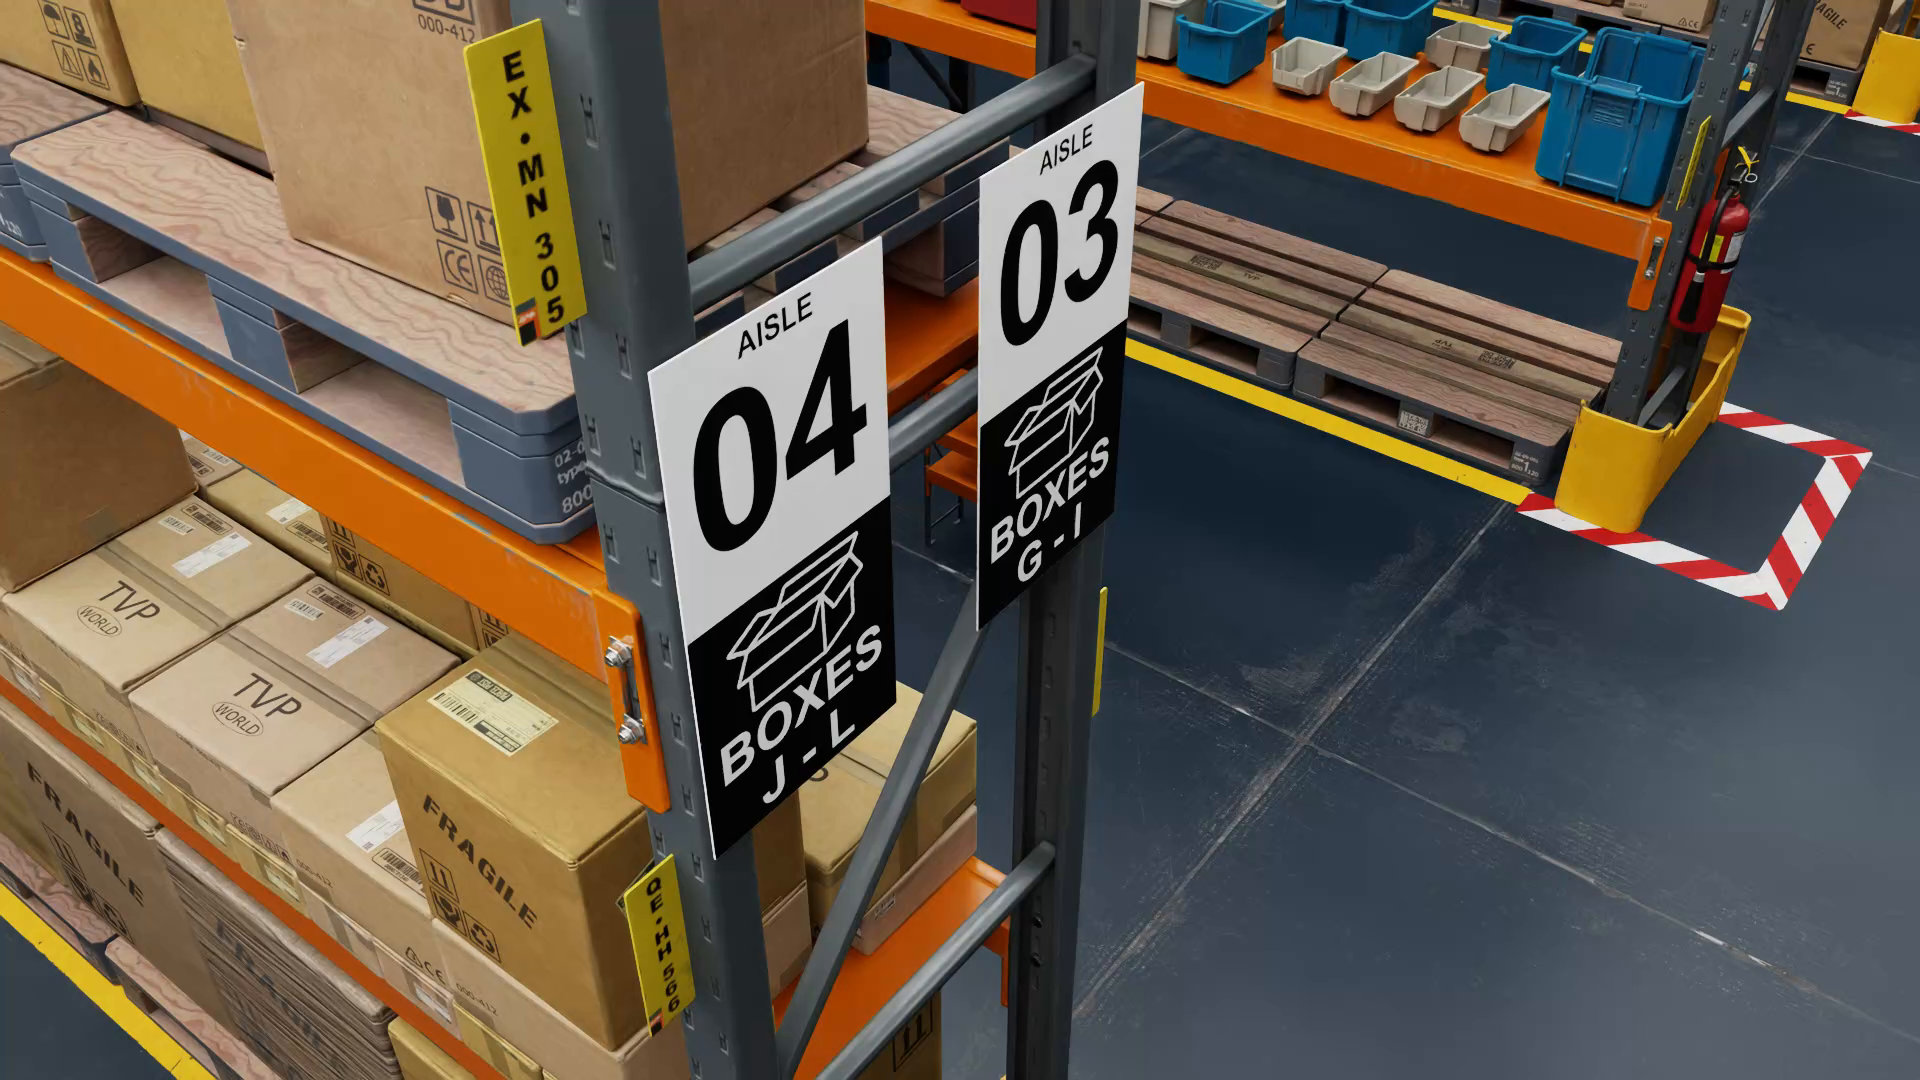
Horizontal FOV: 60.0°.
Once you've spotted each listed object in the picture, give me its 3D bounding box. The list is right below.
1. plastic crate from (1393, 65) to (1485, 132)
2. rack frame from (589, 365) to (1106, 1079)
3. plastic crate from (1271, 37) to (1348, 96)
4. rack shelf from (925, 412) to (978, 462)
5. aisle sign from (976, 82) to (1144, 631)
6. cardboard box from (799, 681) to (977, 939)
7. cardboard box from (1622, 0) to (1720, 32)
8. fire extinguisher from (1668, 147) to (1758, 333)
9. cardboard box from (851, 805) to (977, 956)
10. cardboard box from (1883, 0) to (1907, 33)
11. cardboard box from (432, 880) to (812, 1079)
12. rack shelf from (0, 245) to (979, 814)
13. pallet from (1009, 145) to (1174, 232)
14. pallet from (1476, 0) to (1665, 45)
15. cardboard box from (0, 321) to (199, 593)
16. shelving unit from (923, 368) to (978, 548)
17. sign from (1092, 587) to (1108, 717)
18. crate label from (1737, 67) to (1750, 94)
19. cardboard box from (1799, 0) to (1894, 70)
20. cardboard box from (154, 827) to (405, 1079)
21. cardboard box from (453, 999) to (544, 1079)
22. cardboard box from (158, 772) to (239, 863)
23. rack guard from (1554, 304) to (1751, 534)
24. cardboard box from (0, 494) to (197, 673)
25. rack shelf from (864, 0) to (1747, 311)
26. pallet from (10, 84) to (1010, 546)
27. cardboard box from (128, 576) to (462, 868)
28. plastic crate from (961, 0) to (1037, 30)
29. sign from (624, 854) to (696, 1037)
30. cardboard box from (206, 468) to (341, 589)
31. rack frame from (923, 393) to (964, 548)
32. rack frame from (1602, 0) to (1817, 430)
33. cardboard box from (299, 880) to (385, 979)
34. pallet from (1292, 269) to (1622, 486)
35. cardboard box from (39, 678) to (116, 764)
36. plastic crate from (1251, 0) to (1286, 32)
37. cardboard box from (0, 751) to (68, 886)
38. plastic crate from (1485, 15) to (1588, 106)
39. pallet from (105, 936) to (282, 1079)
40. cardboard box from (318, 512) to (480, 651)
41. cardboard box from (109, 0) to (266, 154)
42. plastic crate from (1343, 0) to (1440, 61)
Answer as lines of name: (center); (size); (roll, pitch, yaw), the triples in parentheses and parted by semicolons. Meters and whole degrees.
plastic crate: (1.938, -1.795, 6.774); (0.243, 0.136, 0.396); (25, 45, 29)
rack frame: (-0.092, 0.883, 3.189); (0.127, 3.000, 1.000); (25, 45, 29)
plastic crate: (1.455, -1.989, 7.022); (0.250, 0.136, 0.298); (25, 45, 29)
rack shelf: (0.131, -0.357, 6.342); (0.480, 0.148, 0.258); (25, 45, 29)
aisle sign: (0.147, -0.261, 2.541); (0.004, 0.787, 0.394); (25, 45, 29)
cardboard box: (-0.309, 0.513, 3.542); (0.500, 0.250, 0.500); (24, 44, 27)
cardboard box: (4.611, -3.511, 10.674); (0.500, 0.250, 0.500); (25, 45, 29)
fire extinguisher: (2.761, -1.086, 6.069); (0.183, 0.674, 0.296); (25, 45, 29)
cardboard box: (-0.174, 0.687, 3.643); (0.250, 0.149, 0.380); (26, 45, 29)
cardboard box: (5.805, -3.342, 10.542); (0.250, 0.149, 0.380); (25, 45, 29)
cardboard box: (-0.638, 0.773, 3.210); (0.500, 0.250, 0.500); (25, 44, 28)
rack shelf: (-1.681, -0.764, 3.443); (4.000, 0.370, 1.077); (25, 45, 29)
pallet: (0.347, -1.686, 8.733); (1.213, 0.211, 1.003); (25, 45, 29)
pallet: (4.270, -3.652, 11.244); (1.213, 0.211, 1.003); (25, 45, 29)
cardboard box: (-2.242, -0.283, 3.951); (0.500, 0.500, 0.500); (24, 44, 27)
shelving unit: (0.131, -0.410, 6.301); (0.503, 1.200, 0.258); (25, 45, 29)
sign: (0.250, 0.241, 3.242); (0.005, 0.325, 0.100); (25, 45, 29)
crate label: (2.921, -1.754, 6.644); (0.303, 0.233, 0.416); (25, 45, 29)
cardboard box: (5.348, -3.239, 10.124); (0.500, 0.500, 0.500); (25, 45, 29)
cardboard box: (-1.372, 1.013, 4.406); (0.875, 0.875, 0.875); (25, 45, 29)
cardboard box: (-0.783, 0.913, 3.355); (0.250, 0.149, 0.380); (26, 45, 29)
cardboard box: (-1.594, 0.531, 3.843); (0.250, 0.149, 0.380); (25, 45, 29)
rack guard: (2.944, -0.556, 7.054); (0.348, 0.500, 1.175); (25, 45, 29)
cardboard box: (-2.248, 0.011, 4.183); (0.500, 0.250, 0.500); (26, 45, 30)
rack shelf: (1.328, -2.008, 7.466); (4.000, 0.370, 1.077); (25, 45, 29)
pallet: (-0.688, -0.536, 2.640); (1.213, 0.211, 1.003); (25, 45, 29)
cardboard box: (-1.445, 0.392, 3.696); (0.500, 0.250, 0.500); (24, 44, 27)
plastic crate: (0.296, -2.632, 7.578); (0.583, 0.464, 0.402); (25, 45, 29)
sign: (-0.433, 0.594, 2.427); (0.005, 0.325, 0.100); (25, 45, 29)
cardboard box: (-1.541, -0.062, 4.276); (0.500, 0.250, 0.500); (24, 44, 28)
rack frame: (-0.062, -0.502, 6.418); (0.015, 1.200, 0.240); (25, 45, 29)
rack frame: (2.917, -1.543, 6.287); (0.127, 3.000, 1.000); (25, 45, 29)
cardboard box: (-1.180, 0.724, 3.596); (0.250, 0.149, 0.380); (26, 45, 29)
pallet: (2.285, -0.772, 7.565); (1.213, 0.211, 1.003); (25, 45, 29)
cardboard box: (-1.997, 0.340, 4.086); (0.250, 0.149, 0.380); (24, 44, 27)
plastic crate: (1.305, -2.455, 7.618); (0.466, 0.136, 0.293); (25, 45, 29)
cardboard box: (-2.794, 0.342, 5.263); (0.875, 0.875, 0.875); (25, 45, 29)
plastic crate: (2.398, -2.001, 6.959); (0.300, 0.233, 0.416); (25, 45, 29)
pallet: (-1.740, 1.262, 4.967); (1.213, 0.211, 1.003); (25, 45, 29)
cardboard box: (-1.122, -0.161, 3.794); (0.500, 0.500, 0.500); (24, 44, 27)
cardboard box: (-0.912, -0.981, 2.633); (0.500, 0.500, 0.700); (24, 44, 27)
plastic crate: (1.875, -2.247, 7.274); (0.300, 0.233, 0.416); (25, 45, 29)
